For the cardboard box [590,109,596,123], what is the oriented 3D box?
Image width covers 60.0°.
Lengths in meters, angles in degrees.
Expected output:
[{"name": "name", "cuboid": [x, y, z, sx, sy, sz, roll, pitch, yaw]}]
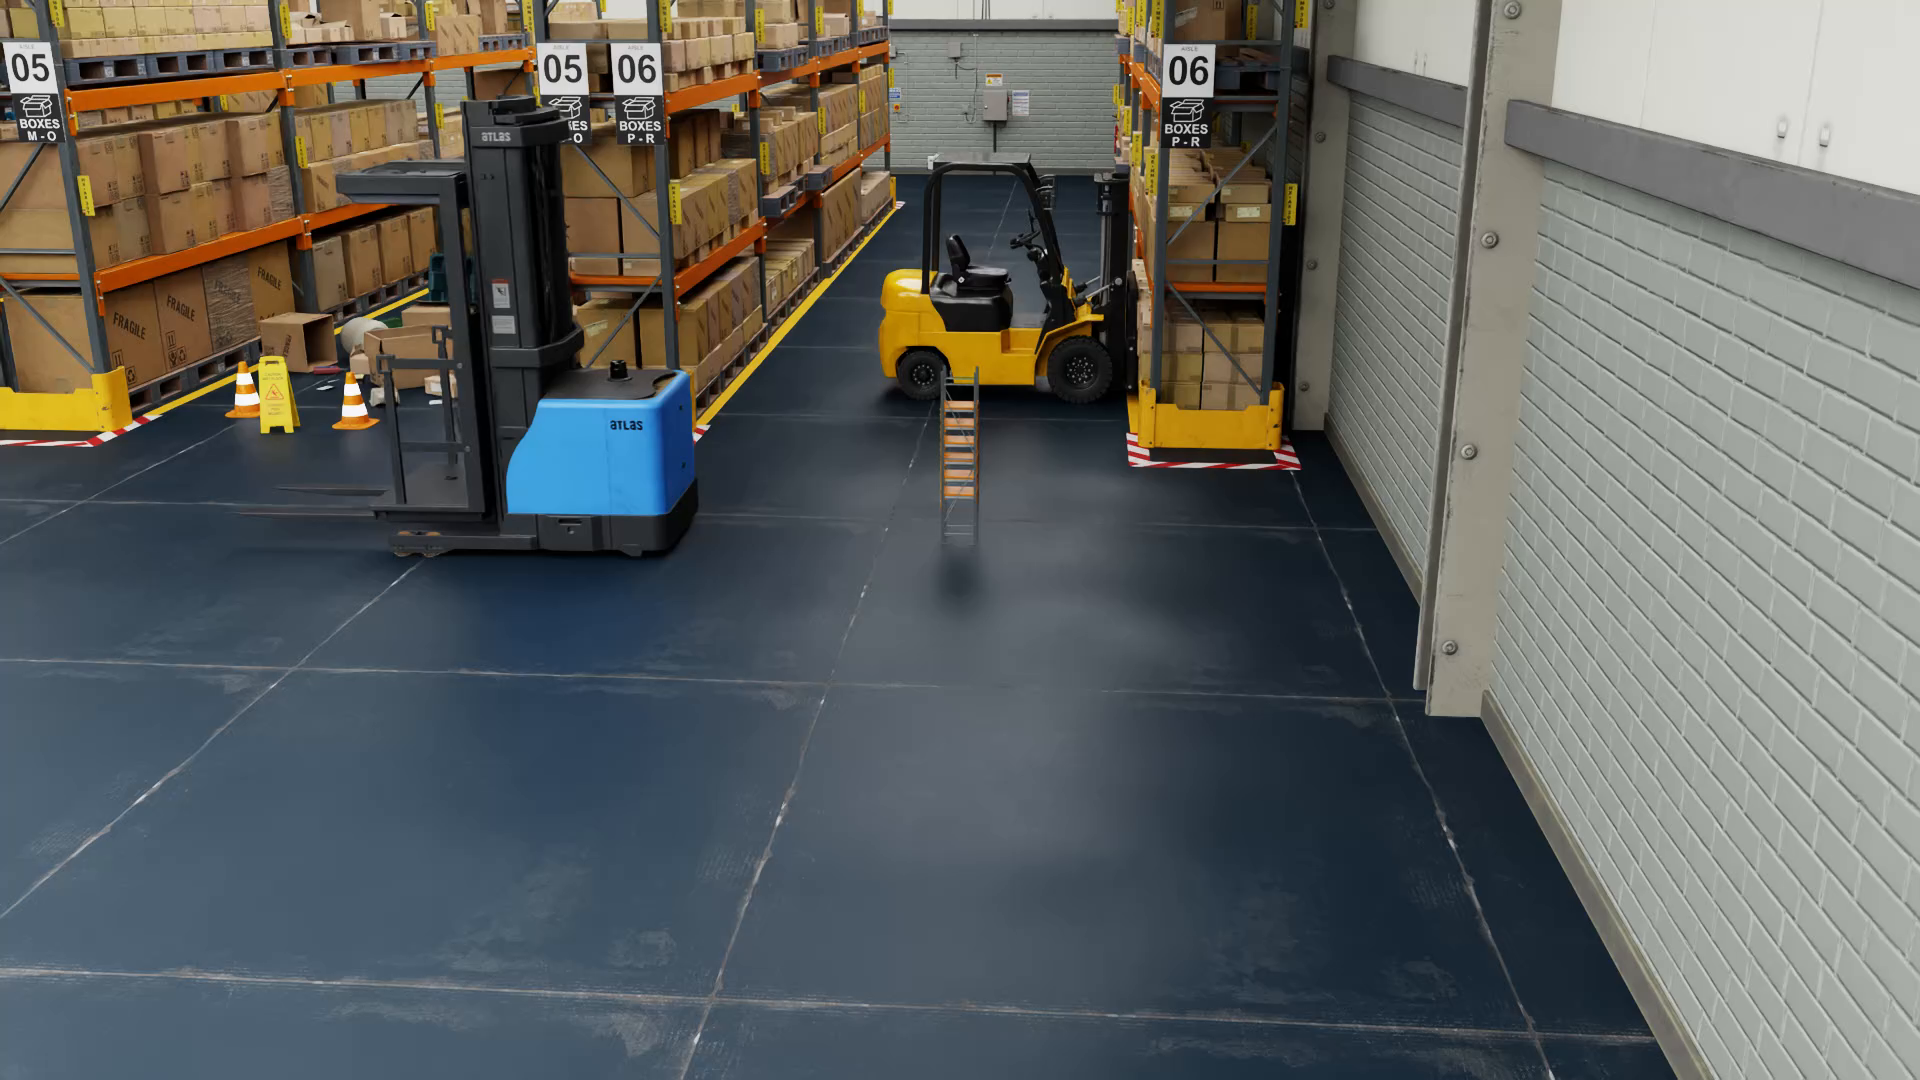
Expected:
[{"name": "cardboard box", "cuboid": [-6.490, -7.281, 28.189, 0.500, 0.500, 0.500, 1, 18, 3]}]

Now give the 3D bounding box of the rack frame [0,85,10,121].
[{"name": "rack frame", "cuboid": [-12.186, -5.055, 22.033, 1.000, 3.000, 0.127, 1, 18, 4]}]

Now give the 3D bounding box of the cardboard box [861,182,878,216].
[{"name": "cardboard box", "cuboid": [-1.799, -5.529, 26.919, 0.875, 0.438, 0.875, 1, 18, 2]}]

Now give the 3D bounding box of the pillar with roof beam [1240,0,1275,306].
[{"name": "pillar with roof beam", "cuboid": [-0.839, -7.246, 19.085, 9.100, 9.000, 0.400, 1, 18, 4]}]

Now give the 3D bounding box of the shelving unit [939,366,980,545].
[{"name": "shelving unit", "cuboid": [-0.001, -0.566, 11.222, 0.258, 1.200, 0.189, 1, 18, 4]}]

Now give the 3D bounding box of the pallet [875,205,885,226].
[{"name": "pallet", "cuboid": [-1.798, -5.365, 27.458, 1.003, 0.211, 1.213, 1, 18, 4]}]

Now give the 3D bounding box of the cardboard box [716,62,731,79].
[{"name": "cardboard box", "cuboid": [-2.395, -4.473, 15.844, 0.380, 0.149, 0.250, 2, 18, 5]}]

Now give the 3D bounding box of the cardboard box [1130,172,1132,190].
[{"name": "cardboard box", "cuboid": [2.333, -4.364, 20.166, 0.500, 0.250, 0.500, 1, 18, 3]}]

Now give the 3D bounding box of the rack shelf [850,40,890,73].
[{"name": "rack shelf", "cuboid": [-1.872, -7.781, 26.690, 1.077, 0.370, 4.000, 1, 18, 4]}]

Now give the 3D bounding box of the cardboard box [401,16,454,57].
[{"name": "cardboard box", "cuboid": [-6.940, -6.557, 21.640, 0.500, 0.500, 0.500, 1, 18, 4]}]

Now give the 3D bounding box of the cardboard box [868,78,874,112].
[{"name": "cardboard box", "cuboid": [-1.649, -7.057, 26.376, 0.500, 0.500, 0.500, 2, 18, 5]}]

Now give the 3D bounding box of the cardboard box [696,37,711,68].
[{"name": "cardboard box", "cuboid": [-2.515, -4.312, 14.712, 0.500, 0.250, 0.500, 2, 18, 6]}]

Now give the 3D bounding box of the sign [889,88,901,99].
[{"name": "sign", "cuboid": [-1.391, -9.219, 34.306, 0.327, 0.218, 0.001, 1, 18, 4]}]

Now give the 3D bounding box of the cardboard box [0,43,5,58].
[{"name": "cardboard box", "cuboid": [-8.134, -4.092, 13.846, 0.380, 0.149, 0.250, 1, 18, 4]}]

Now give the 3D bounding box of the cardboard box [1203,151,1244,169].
[{"name": "cardboard box", "cuboid": [2.576, -3.713, 16.259, 0.380, 0.149, 0.250, 1, 18, 3]}]

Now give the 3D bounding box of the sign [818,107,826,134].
[{"name": "sign", "cuboid": [-1.760, -5.337, 21.162, 0.100, 0.325, 0.005, 1, 18, 4]}]

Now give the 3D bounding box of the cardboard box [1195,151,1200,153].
[{"name": "cardboard box", "cuboid": [2.692, -4.102, 17.921, 0.380, 0.149, 0.250, 1, 18, 4]}]

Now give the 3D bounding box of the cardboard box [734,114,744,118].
[{"name": "cardboard box", "cuboid": [-2.595, -4.926, 20.325, 0.500, 0.500, 0.500, 2, 18, 7]}]

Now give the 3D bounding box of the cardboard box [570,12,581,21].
[{"name": "cardboard box", "cuboid": [-6.527, -8.523, 27.236, 0.500, 0.250, 0.500, 2, 18, 5]}]

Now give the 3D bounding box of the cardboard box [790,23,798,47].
[{"name": "cardboard box", "cuboid": [-2.097, -5.632, 18.543, 0.500, 0.250, 0.500, 1, 18, 3]}]

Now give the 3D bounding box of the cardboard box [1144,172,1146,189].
[{"name": "cardboard box", "cuboid": [1.958, -3.426, 15.859, 0.380, 0.149, 0.250, 1, 18, 3]}]

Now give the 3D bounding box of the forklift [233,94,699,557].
[{"name": "forklift", "cuboid": [-3.402, -1.441, 11.114, 3.031, 2.935, 1.130, 1, 18, 3]}]

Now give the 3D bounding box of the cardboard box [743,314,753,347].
[{"name": "cardboard box", "cuboid": [-2.391, -2.129, 16.845, 0.500, 0.250, 0.500, 1, 18, 2]}]

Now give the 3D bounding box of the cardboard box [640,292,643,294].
[{"name": "cardboard box", "cuboid": [-3.097, -2.355, 15.288, 0.380, 0.149, 0.250, 2, 18, 5]}]

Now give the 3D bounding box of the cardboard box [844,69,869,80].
[{"name": "cardboard box", "cuboid": [-1.628, -7.317, 26.129, 0.380, 0.149, 0.250, 1, 18, 2]}]

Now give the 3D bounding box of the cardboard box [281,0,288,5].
[{"name": "cardboard box", "cuboid": [-11.757, -8.925, 28.030, 0.700, 0.500, 0.500, 1, 18, 2]}]

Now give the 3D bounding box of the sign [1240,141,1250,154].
[{"name": "sign", "cuboid": [2.916, -3.919, 17.048, 0.100, 0.325, 0.005, 1, 18, 4]}]

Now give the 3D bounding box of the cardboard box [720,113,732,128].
[{"name": "cardboard box", "cuboid": [-2.744, -4.651, 18.445, 0.380, 0.149, 0.250, 1, 18, 2]}]

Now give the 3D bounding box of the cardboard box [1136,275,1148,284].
[{"name": "cardboard box", "cuboid": [1.944, -2.393, 16.045, 0.500, 0.250, 0.500, 2, 18, 6]}]

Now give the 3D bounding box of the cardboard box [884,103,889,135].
[{"name": "cardboard box", "cuboid": [-1.499, -7.210, 28.450, 0.500, 0.500, 0.500, 1, 18, 4]}]

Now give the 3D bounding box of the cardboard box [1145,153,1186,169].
[{"name": "cardboard box", "cuboid": [1.985, -3.646, 16.053, 0.380, 0.149, 0.250, 2, 18, 5]}]

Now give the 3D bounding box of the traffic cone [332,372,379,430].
[{"name": "traffic cone", "cuboid": [-5.263, -1.225, 14.419, 0.336, 0.463, 0.334, 1, 18, 4]}]

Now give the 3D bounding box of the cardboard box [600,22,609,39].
[{"name": "cardboard box", "cuboid": [-3.089, -4.225, 13.805, 0.380, 0.149, 0.250, 2, 18, 5]}]

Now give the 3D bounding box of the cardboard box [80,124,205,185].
[{"name": "cardboard box", "cuboid": [-7.723, -3.638, 15.734, 0.875, 0.550, 0.500, 1, 18, 4]}]

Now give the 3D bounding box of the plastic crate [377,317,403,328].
[{"name": "plastic crate", "cuboid": [-6.239, -2.278, 17.983, 0.450, 0.188, 0.662, 0, 15, 35]}]

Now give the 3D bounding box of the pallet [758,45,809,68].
[{"name": "pallet", "cuboid": [-2.367, -5.439, 18.690, 1.213, 0.211, 1.003, 1, 18, 4]}]

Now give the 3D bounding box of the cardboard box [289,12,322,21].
[{"name": "cardboard box", "cuboid": [-7.590, -6.008, 19.432, 0.500, 0.311, 0.500, 1, 18, 3]}]

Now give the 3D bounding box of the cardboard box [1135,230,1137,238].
[{"name": "cardboard box", "cuboid": [2.552, -3.399, 20.117, 0.875, 0.625, 0.625, 2, 18, 6]}]

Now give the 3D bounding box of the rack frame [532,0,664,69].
[{"name": "rack frame", "cuboid": [-2.875, -5.200, 12.841, 1.000, 3.000, 0.127, 1, 18, 4]}]

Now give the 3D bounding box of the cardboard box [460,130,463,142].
[{"name": "cardboard box", "cuboid": [-6.960, -5.526, 22.720, 0.380, 0.149, 0.250, 1, 18, 4]}]

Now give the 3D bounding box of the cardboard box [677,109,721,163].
[{"name": "cardboard box", "cuboid": [-2.836, -4.124, 16.946, 0.700, 0.500, 0.500, 1, 18, 3]}]

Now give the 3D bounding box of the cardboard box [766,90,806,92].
[{"name": "cardboard box", "cuboid": [-2.411, -5.993, 23.131, 0.500, 0.500, 0.500, 1, 18, 3]}]

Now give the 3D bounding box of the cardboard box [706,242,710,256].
[{"name": "cardboard box", "cuboid": [-2.491, -2.649, 15.093, 0.380, 0.149, 0.250, 2, 18, 5]}]

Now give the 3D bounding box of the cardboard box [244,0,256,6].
[{"name": "cardboard box", "cuboid": [-7.260, -5.403, 16.567, 0.380, 0.149, 0.250, 1, 18, 4]}]

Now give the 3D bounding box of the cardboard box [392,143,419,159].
[{"name": "cardboard box", "cuboid": [-7.048, -4.660, 20.666, 0.500, 0.500, 0.500, 1, 18, 4]}]

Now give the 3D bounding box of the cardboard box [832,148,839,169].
[{"name": "cardboard box", "cuboid": [-1.953, -5.232, 22.812, 0.500, 0.250, 0.500, 2, 18, 6]}]

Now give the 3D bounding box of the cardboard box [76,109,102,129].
[{"name": "cardboard box", "cuboid": [-12.118, -5.806, 22.553, 0.797, 0.503, 0.637, 2, 18, 6]}]

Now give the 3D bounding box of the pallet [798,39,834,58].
[{"name": "pallet", "cuboid": [-2.308, -6.371, 21.534, 1.213, 0.211, 1.003, 2, 18, 6]}]

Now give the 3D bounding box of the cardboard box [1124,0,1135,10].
[{"name": "cardboard box", "cuboid": [2.566, -7.772, 23.933, 0.396, 0.266, 0.258, 1, 18, 3]}]

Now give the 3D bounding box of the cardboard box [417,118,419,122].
[{"name": "cardboard box", "cuboid": [-7.614, -5.681, 22.715, 0.380, 0.149, 0.250, 2, 18, 6]}]

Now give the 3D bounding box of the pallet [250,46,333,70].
[{"name": "pallet", "cuboid": [-7.516, -5.291, 18.243, 0.805, 0.209, 1.217, 1, 18, 2]}]

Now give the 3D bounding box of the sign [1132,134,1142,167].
[{"name": "sign", "cuboid": [1.821, -4.003, 17.091, 0.100, 0.325, 0.005, 1, 18, 4]}]

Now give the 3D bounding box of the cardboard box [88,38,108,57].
[{"name": "cardboard box", "cuboid": [-7.458, -4.160, 14.052, 0.380, 0.149, 0.250, 1, 18, 4]}]

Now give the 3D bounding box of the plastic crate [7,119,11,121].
[{"name": "plastic crate", "cuboid": [-17.005, -7.386, 29.475, 0.250, 0.136, 0.298, 1, 18, 4]}]

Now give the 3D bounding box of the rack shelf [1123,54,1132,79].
[{"name": "rack shelf", "cuboid": [2.793, -6.429, 22.564, 1.077, 0.370, 4.000, 1, 18, 4]}]

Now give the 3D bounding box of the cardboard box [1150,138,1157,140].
[{"name": "cardboard box", "cuboid": [2.328, -4.664, 19.637, 0.380, 0.149, 0.250, 1, 18, 5]}]

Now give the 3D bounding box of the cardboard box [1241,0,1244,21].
[{"name": "cardboard box", "cuboid": [2.118, -4.601, 14.828, 0.797, 0.503, 0.637, 2, 18, 6]}]

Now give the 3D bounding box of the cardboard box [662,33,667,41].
[{"name": "cardboard box", "cuboid": [-2.644, -4.219, 13.786, 0.380, 0.149, 0.250, 1, 18, 4]}]
